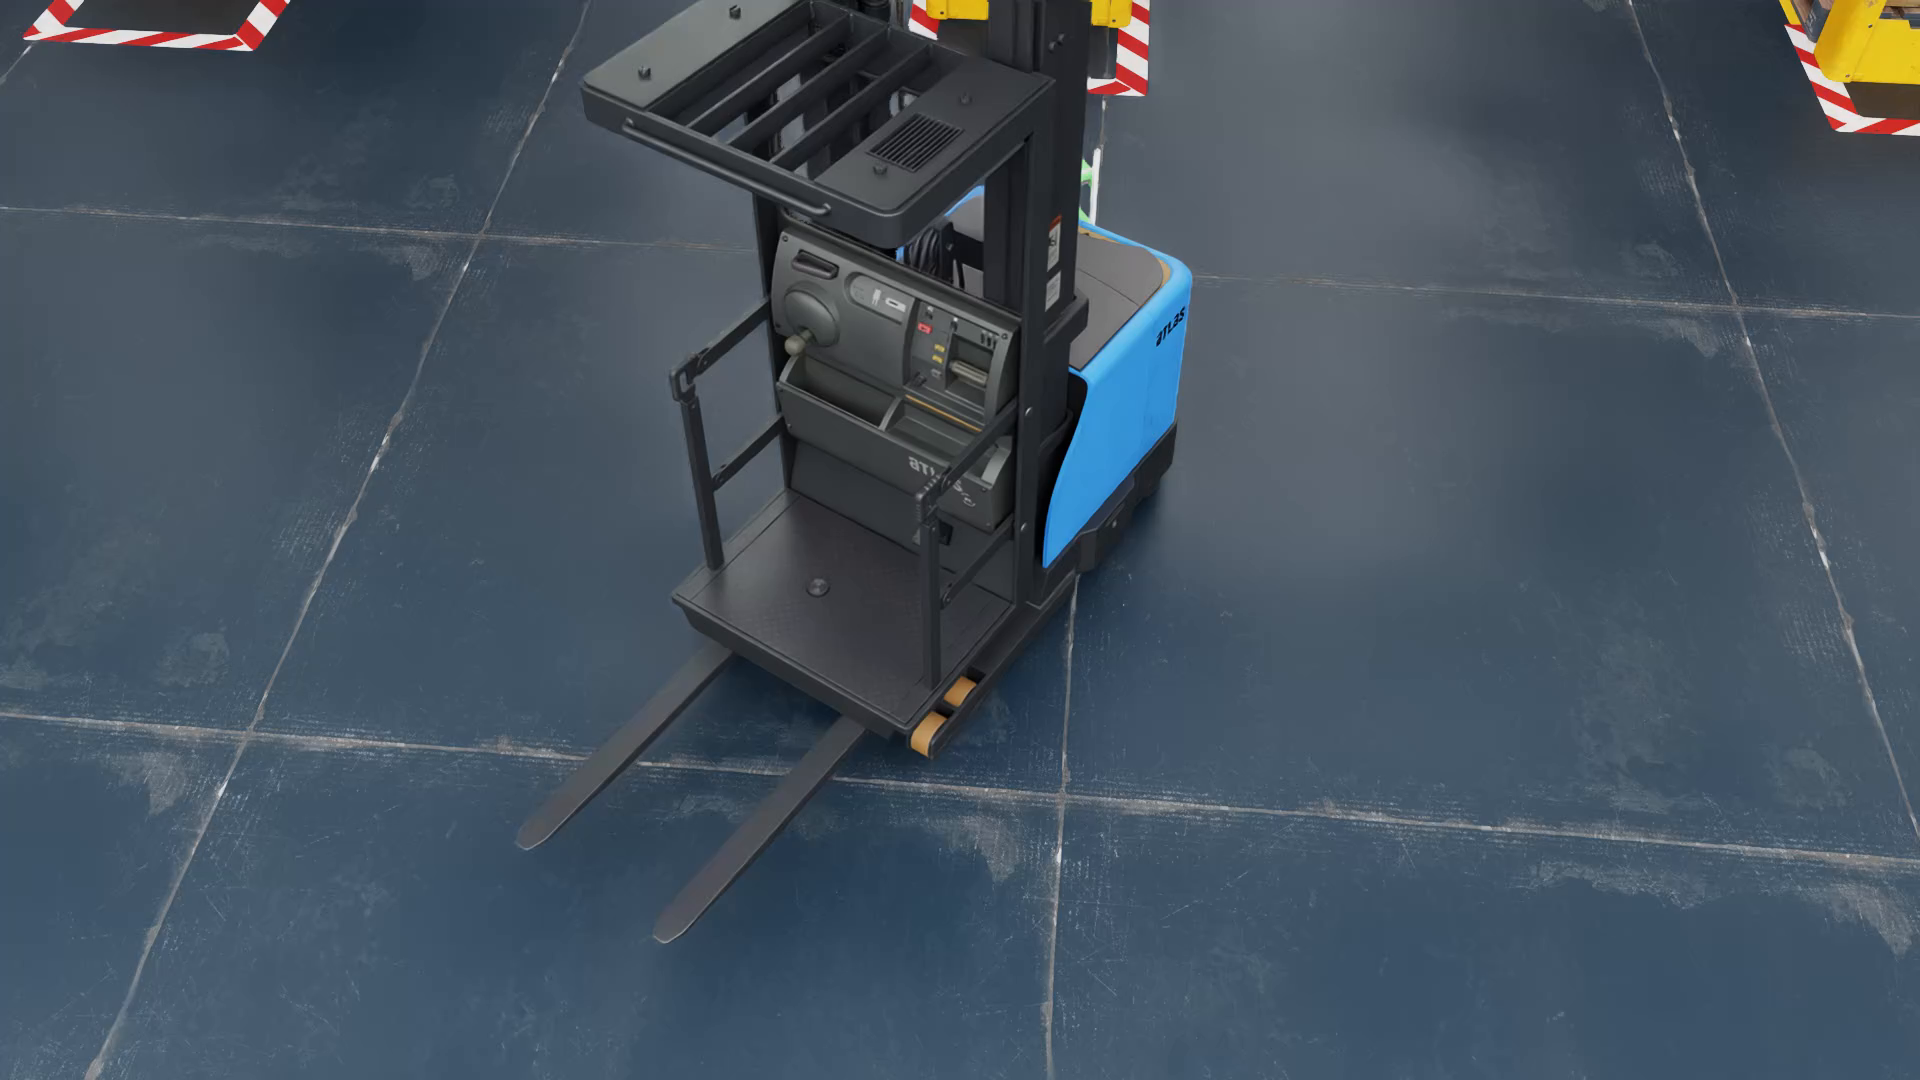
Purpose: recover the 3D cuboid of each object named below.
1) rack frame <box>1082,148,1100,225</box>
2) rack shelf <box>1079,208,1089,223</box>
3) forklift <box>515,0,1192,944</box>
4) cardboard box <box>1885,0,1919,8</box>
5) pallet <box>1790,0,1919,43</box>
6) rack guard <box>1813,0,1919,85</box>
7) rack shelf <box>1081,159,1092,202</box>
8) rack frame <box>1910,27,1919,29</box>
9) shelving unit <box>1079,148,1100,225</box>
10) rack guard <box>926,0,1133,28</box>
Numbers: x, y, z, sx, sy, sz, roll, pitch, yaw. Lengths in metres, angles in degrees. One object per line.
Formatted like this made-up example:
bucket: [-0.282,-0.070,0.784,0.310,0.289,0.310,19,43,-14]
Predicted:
rack frame: [0.443,-1.096,6.965,0.240,1.200,0.015,-21,51,-18]
rack shelf: [0.332,-1.375,6.982,0.258,0.148,0.480,-21,51,-18]
forklift: [-0.354,-0.610,5.347,1.130,2.935,3.031,27,53,23]
cardboard box: [5.318,-3.544,9.140,0.875,0.875,0.875,4,48,4]
pallet: [5.317,-3.269,9.623,1.003,0.211,1.213,4,48,4]
rack guard: [5.320,-2.756,8.958,1.175,0.500,0.348,4,48,4]
rack shelf: [0.332,-1.537,6.805,0.258,0.148,0.480,-21,51,-18]
rack frame: [5.322,-3.617,8.051,1.000,3.000,0.127,4,48,4]
shelving unit: [0.332,-1.256,7.112,0.258,1.200,0.503,-21,51,-18]
rack guard: [0.399,-3.237,9.398,1.175,0.500,0.348,4,48,4]
